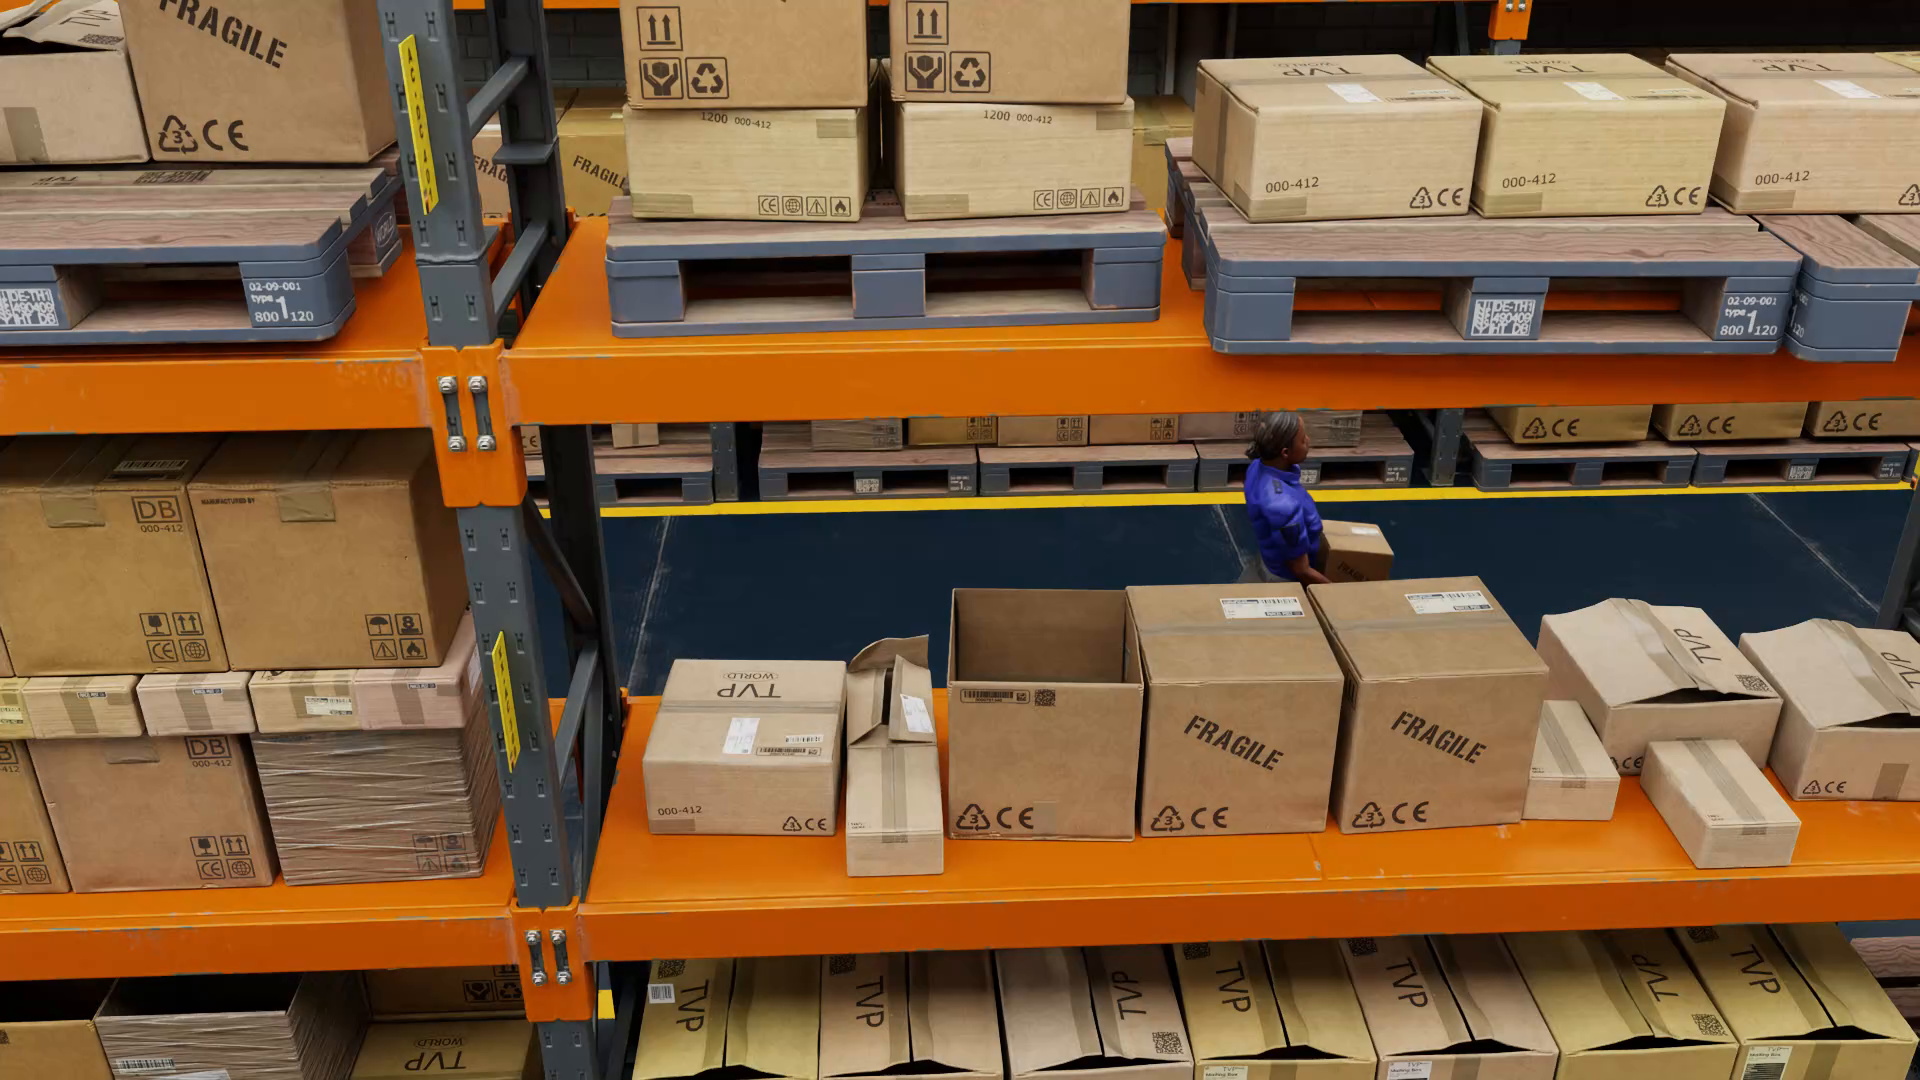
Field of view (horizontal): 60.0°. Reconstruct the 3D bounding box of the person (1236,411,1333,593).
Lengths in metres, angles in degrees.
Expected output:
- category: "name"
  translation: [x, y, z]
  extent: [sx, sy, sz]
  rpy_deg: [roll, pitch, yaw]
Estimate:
- category: "person"
  translation: [1.325, 0.252, 6.532]
  extent: [0.518, 1.650, 0.451]
  rpy_deg: [-1, 28, -2]
